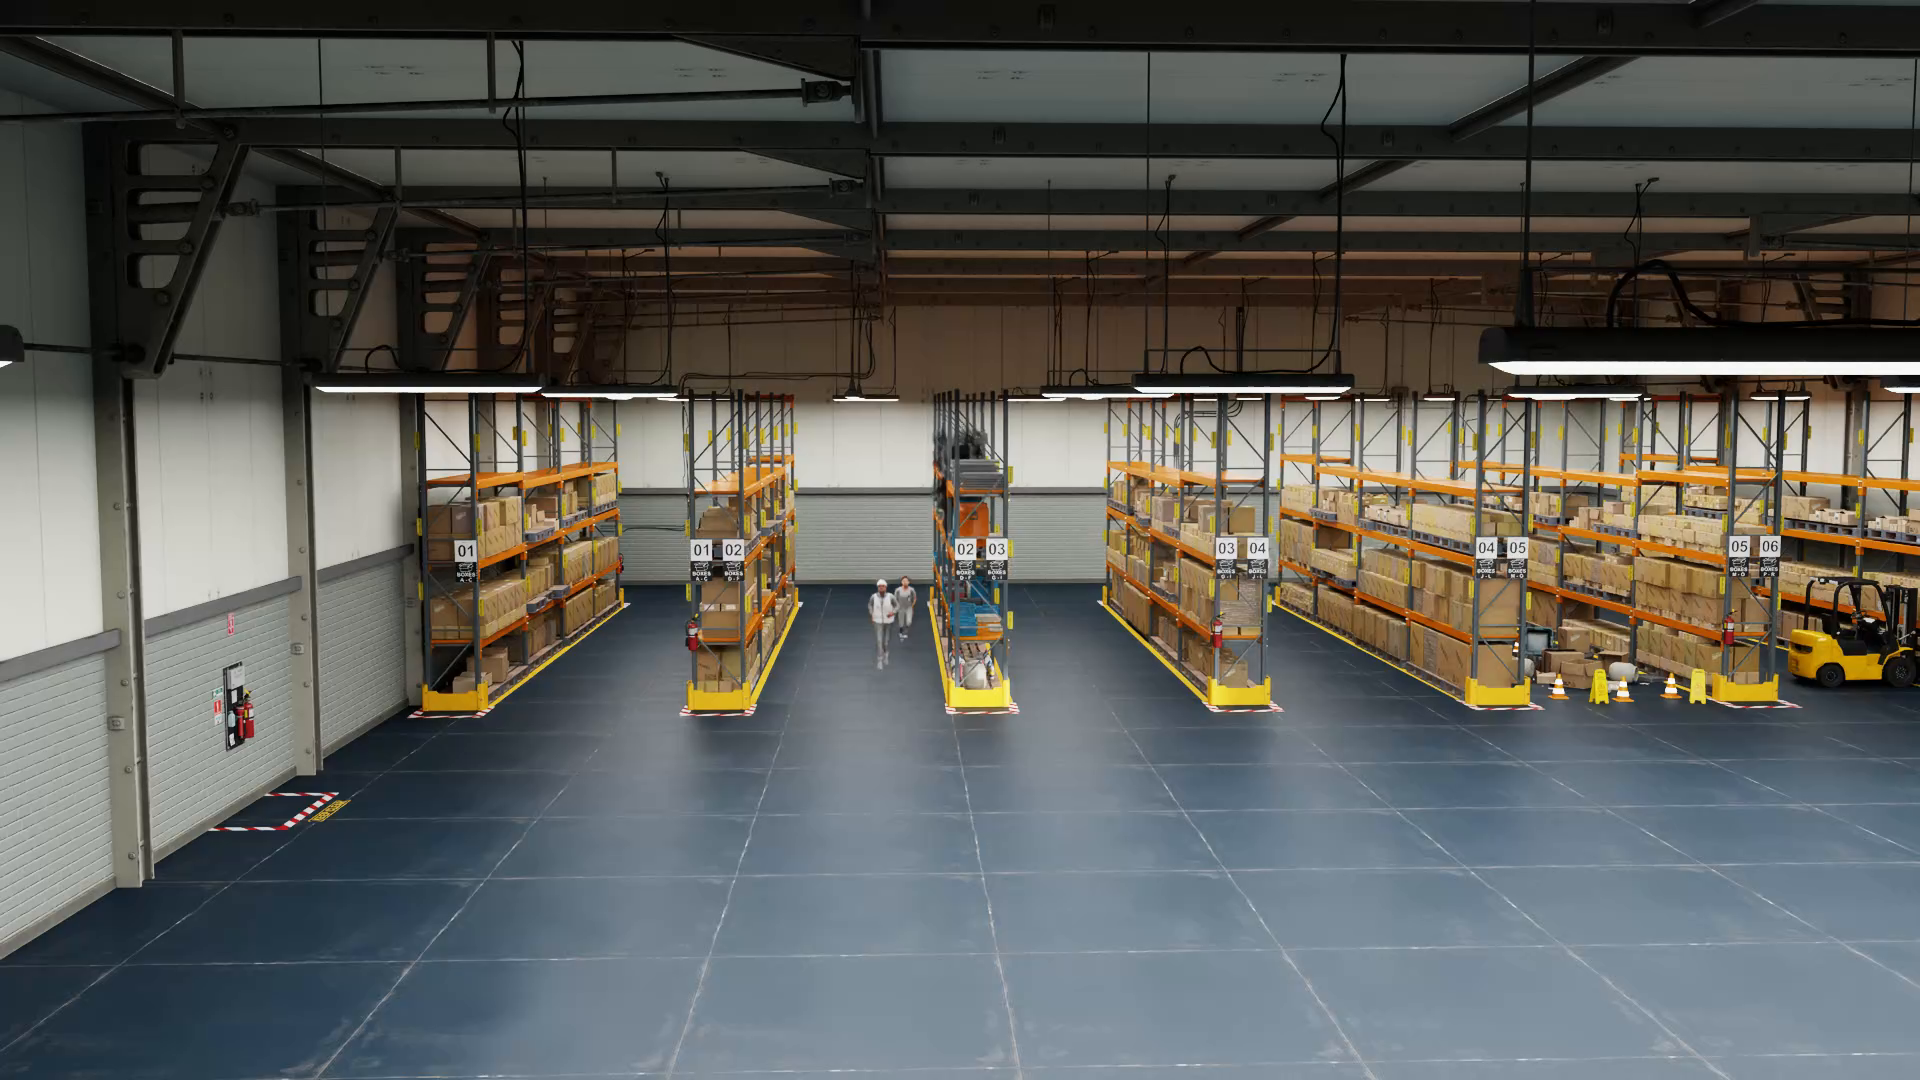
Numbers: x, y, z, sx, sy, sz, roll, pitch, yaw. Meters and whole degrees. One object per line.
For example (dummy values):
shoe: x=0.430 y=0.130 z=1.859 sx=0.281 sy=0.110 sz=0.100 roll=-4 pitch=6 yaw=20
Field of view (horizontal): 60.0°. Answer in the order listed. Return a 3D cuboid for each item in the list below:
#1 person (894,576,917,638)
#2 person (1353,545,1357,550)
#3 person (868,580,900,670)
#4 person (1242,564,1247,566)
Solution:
person: x=-1.282 y=1.574 z=38.796 sx=0.549 sy=1.481 sz=0.665 roll=0 pitch=5 yaw=-5
person: x=11.295 y=1.001 z=47.504 sx=0.710 sy=1.815 sz=0.751 roll=-1 pitch=5 yaw=-15
person: x=-1.581 y=1.738 z=34.627 sx=0.675 sy=1.849 sz=0.729 roll=0 pitch=5 yaw=0
person: x=8.084 y=0.984 z=48.493 sx=0.548 sy=1.599 sz=0.694 roll=-2 pitch=5 yaw=-26
